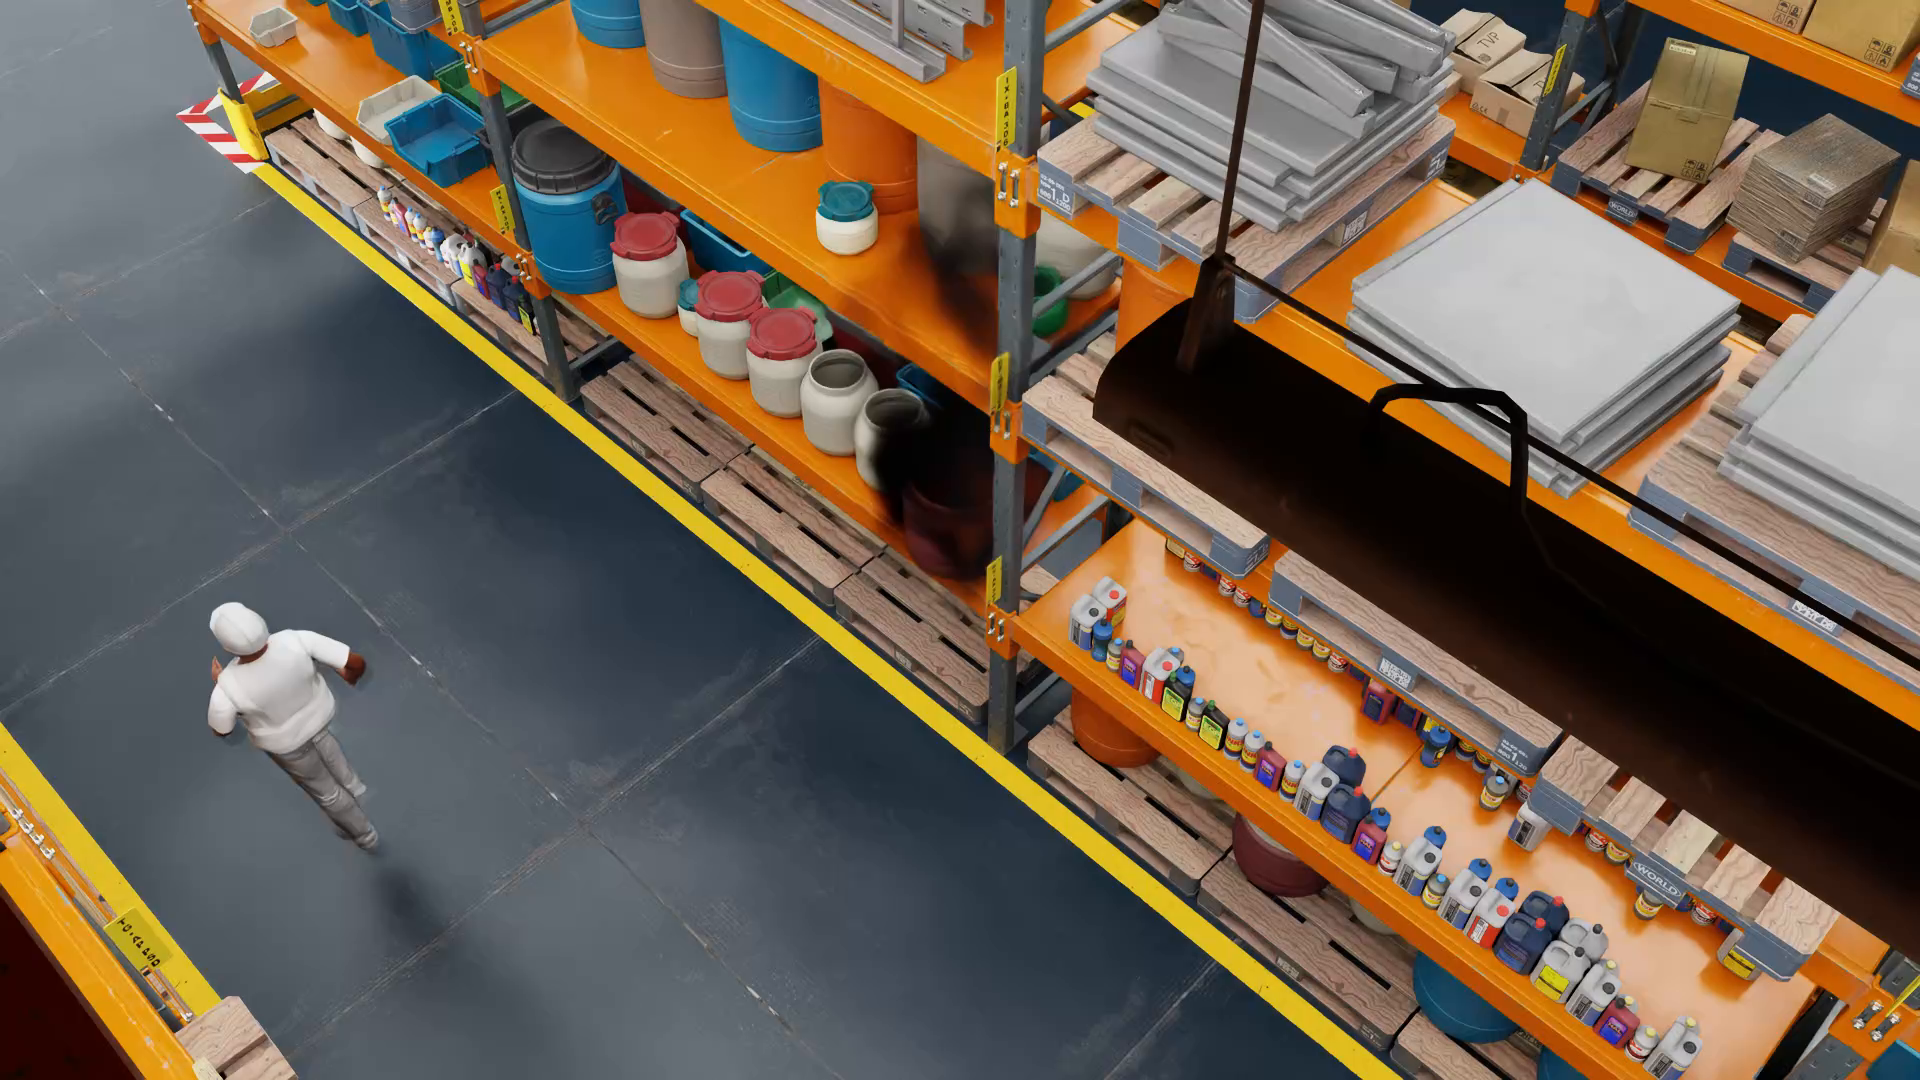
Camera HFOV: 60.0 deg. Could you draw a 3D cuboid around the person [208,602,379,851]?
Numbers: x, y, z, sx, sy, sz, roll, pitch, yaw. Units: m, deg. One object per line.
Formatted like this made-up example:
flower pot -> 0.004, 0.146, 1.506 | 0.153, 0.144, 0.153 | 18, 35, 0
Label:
person -> -3.273, 0.887, 8.152 | 0.708, 1.842, 0.672 | 28, 55, 22
